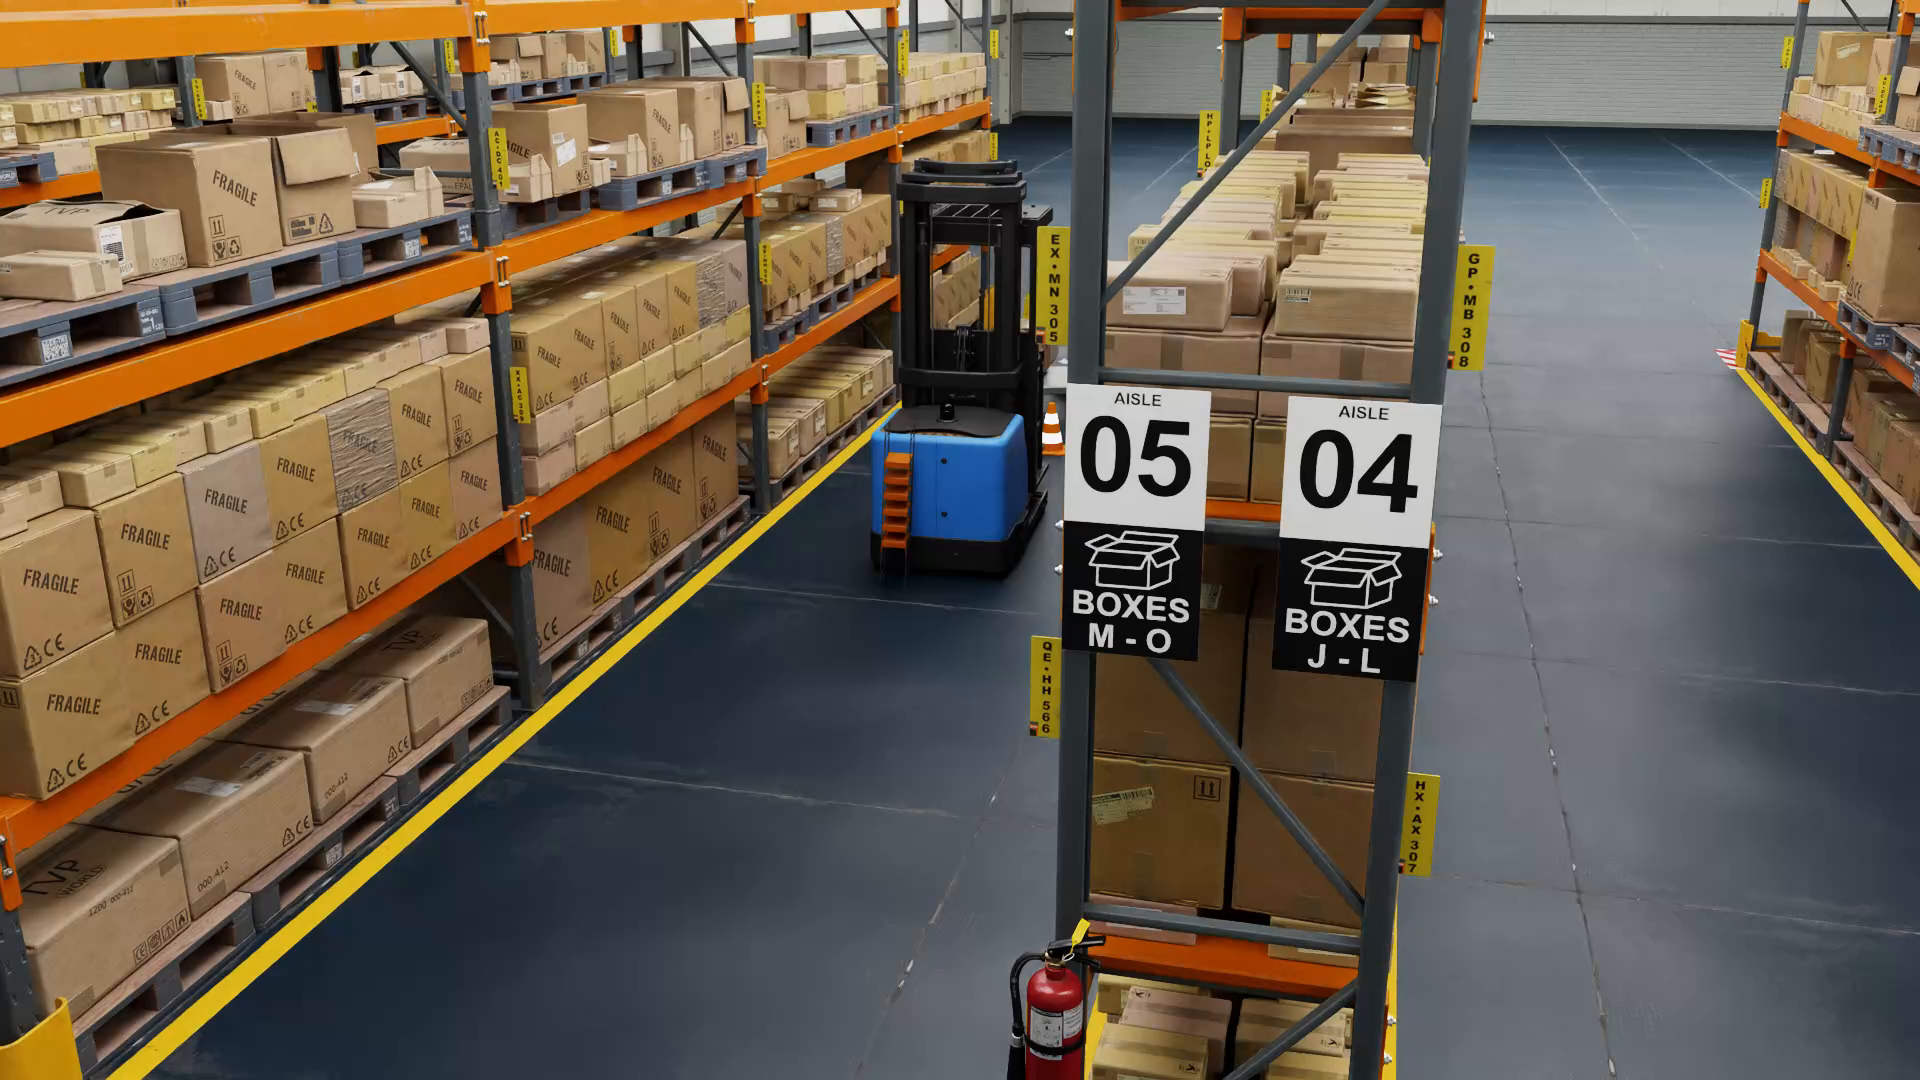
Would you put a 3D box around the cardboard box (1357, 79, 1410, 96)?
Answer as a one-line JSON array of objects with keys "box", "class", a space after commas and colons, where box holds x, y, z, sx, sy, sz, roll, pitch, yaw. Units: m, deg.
[{"box": [2.901, -2.999, 11.349, 0.396, 0.266, 0.258, 5, 19, 13], "class": "cardboard box"}]

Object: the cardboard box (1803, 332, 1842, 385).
[{"box": [9.034, -1.838, 17.147, 0.500, 0.500, 0.500, 7, 20, 18], "class": "cardboard box"}]

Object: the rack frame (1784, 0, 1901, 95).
[{"box": [9.487, -6.241, 17.537, 1.000, 3.000, 0.127, 5, 19, 13], "class": "rack frame"}]

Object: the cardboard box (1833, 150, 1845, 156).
[{"box": [9.593, -3.871, 17.719, 0.500, 0.500, 0.500, 5, 19, 13], "class": "cardboard box"}]

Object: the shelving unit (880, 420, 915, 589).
[{"box": [-0.455, -0.252, 12.056, 0.189, 1.200, 0.258, 4, 19, 4], "class": "shelving unit"}]

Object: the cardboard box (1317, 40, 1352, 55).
[{"box": [3.752, -4.953, 16.758, 0.380, 0.149, 0.250, 5, 19, 14], "class": "cardboard box"}]

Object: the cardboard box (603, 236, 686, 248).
[{"box": [-2.434, -2.062, 12.883, 0.500, 0.500, 0.500, 4, 19, 12], "class": "cardboard box"}]

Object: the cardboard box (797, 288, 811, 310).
[{"box": [-1.517, -2.097, 14.424, 0.380, 0.149, 0.250, 5, 19, 14], "class": "cardboard box"}]

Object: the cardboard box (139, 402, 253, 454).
[{"box": [-3.345, -0.492, 7.282, 0.380, 0.149, 0.250, 5, 19, 14], "class": "cardboard box"}]

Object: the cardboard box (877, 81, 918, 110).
[{"box": [-0.727, -4.536, 16.959, 0.500, 0.250, 0.500, 4, 19, 12], "class": "cardboard box"}]

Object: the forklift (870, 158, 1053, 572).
[{"box": [0.125, -1.587, 13.298, 1.130, 2.935, 3.031, 4, 19, 11], "class": "forklift"}]

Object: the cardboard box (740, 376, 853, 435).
[{"box": [-1.566, -1.278, 15.703, 0.950, 0.372, 0.625, 5, 20, 15], "class": "cardboard box"}]

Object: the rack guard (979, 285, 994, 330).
[{"box": [-0.141, -2.978, 21.132, 1.175, 0.500, 0.348, 5, 19, 13], "class": "rack guard"}]

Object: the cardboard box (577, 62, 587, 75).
[{"box": [-4.844, -5.838, 20.583, 0.380, 0.149, 0.250, 4, 19, 12], "class": "cardboard box"}]

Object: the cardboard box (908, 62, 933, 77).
[{"box": [-0.496, -5.009, 17.728, 0.380, 0.149, 0.250, 4, 19, 12], "class": "cardboard box"}]

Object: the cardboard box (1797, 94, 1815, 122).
[{"box": [8.999, -4.458, 17.189, 0.500, 0.250, 0.500, 4, 19, 12], "class": "cardboard box"}]

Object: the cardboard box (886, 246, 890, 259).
[{"box": [-0.722, -3.235, 17.402, 0.500, 0.500, 0.500, 5, 19, 13], "class": "cardboard box"}]

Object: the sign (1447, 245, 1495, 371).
[{"box": [1.319, -0.601, 4.312, 0.100, 0.325, 0.005, 5, 19, 13], "class": "sign"}]

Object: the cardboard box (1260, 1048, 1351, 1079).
[{"box": [1.292, 1.974, 6.068, 0.380, 0.149, 0.250, 5, 19, 13], "class": "cardboard box"}]

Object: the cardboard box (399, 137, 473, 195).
[{"box": [-3.042, -2.292, 10.105, 0.500, 0.311, 0.500, 5, 19, 13], "class": "cardboard box"}]

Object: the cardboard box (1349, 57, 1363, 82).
[{"box": [3.720, -4.640, 16.458, 0.500, 0.250, 0.500, 5, 19, 13], "class": "cardboard box"}]

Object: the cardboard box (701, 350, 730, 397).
[{"box": [-2.058, -1.266, 12.484, 0.500, 0.250, 0.500, 5, 19, 14], "class": "cardboard box"}]

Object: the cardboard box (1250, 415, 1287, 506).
[{"box": [1.151, -0.279, 4.956, 0.500, 0.250, 0.500, 5, 20, 15], "class": "cardboard box"}]

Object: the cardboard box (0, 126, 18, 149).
[{"box": [-7.059, -2.907, 12.001, 0.380, 0.149, 0.250, 5, 20, 15], "class": "cardboard box"}]

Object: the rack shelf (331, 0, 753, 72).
[{"box": [-2.565, -3.359, 10.833, 1.077, 0.370, 4.000, 5, 19, 13], "class": "rack shelf"}]

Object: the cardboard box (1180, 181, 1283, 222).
[{"box": [1.097, -1.358, 6.723, 0.380, 0.149, 0.250, 6, 20, 16], "class": "cardboard box"}]

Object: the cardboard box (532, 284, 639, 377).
[{"box": [-2.445, -1.378, 10.879, 0.500, 0.500, 0.500, 4, 19, 12], "class": "cardboard box"}]

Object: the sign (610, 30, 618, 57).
[{"box": [-4.414, -6.329, 21.189, 0.100, 0.325, 0.005, 5, 19, 13], "class": "sign"}]

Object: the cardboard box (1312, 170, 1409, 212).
[{"box": [1.707, -1.482, 7.086, 0.380, 0.149, 0.250, 5, 20, 15], "class": "cardboard box"}]

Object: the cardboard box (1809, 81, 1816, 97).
[{"box": [8.961, -4.629, 17.073, 0.380, 0.149, 0.250, 5, 20, 16], "class": "cardboard box"}]

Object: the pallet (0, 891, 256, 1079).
[{"box": [-3.912, 1.893, 7.318, 1.003, 0.211, 1.213, 5, 19, 13], "class": "pallet"}]

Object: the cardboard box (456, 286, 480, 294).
[{"box": [-5.491, -2.819, 18.858, 0.500, 0.250, 0.500, 4, 19, 13], "class": "cardboard box"}]

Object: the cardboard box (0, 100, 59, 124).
[{"box": [-7.005, -3.208, 12.453, 0.380, 0.149, 0.250, 5, 19, 14], "class": "cardboard box"}]

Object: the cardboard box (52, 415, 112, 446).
[{"box": [-3.884, -0.446, 7.149, 0.380, 0.149, 0.250, 4, 19, 13], "class": "cardboard box"}]

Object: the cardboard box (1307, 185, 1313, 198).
[{"box": [1.420, -1.517, 7.807, 0.500, 0.250, 0.500, 5, 20, 15], "class": "cardboard box"}]

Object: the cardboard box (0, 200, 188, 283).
[{"box": [-3.617, -1.258, 6.923, 0.500, 0.311, 0.500, 5, 19, 14], "class": "cardboard box"}]

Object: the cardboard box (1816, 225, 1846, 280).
[{"box": [8.861, -2.791, 16.103, 0.875, 0.500, 0.500, 5, 19, 13], "class": "cardboard box"}]

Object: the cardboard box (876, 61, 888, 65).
[{"box": [-0.982, -5.137, 18.102, 0.380, 0.149, 0.250, 5, 19, 14], "class": "cardboard box"}]

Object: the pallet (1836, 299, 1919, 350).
[{"box": [8.182, -1.829, 14.199, 1.003, 0.211, 1.213, 5, 19, 13], "class": "pallet"}]

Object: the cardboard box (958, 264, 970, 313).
[{"box": [-0.189, -3.001, 19.778, 0.500, 0.500, 0.500, 5, 20, 15], "class": "cardboard box"}]

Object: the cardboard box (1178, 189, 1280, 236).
[{"box": [1.046, -1.275, 6.479, 0.380, 0.149, 0.250, 4, 19, 12], "class": "cardboard box"}]

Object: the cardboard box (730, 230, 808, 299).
[{"box": [-1.622, -2.350, 14.164, 0.500, 0.500, 0.500, 6, 20, 16], "class": "cardboard box"}]

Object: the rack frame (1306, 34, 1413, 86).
[{"box": [3.725, -5.410, 15.106, 1.000, 3.000, 0.127, 5, 19, 13], "class": "rack frame"}]

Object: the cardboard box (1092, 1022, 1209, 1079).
[{"box": [0.677, 1.873, 5.905, 0.380, 0.149, 0.250, 5, 19, 14], "class": "cardboard box"}]

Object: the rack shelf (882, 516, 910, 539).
[{"box": [-0.463, -0.096, 12.109, 0.180, 0.103, 0.258, 4, 19, 4], "class": "rack shelf"}]

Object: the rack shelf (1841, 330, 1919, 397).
[{"box": [8.021, -1.181, 13.117, 1.077, 0.370, 4.000, 5, 19, 13], "class": "rack shelf"}]

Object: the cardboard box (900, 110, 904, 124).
[{"box": [-0.782, -4.311, 16.915, 0.380, 0.149, 0.250, 4, 19, 13], "class": "cardboard box"}]

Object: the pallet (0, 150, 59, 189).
[{"box": [-7.390, -2.669, 12.011, 1.213, 0.211, 1.003, 5, 19, 13], "class": "pallet"}]

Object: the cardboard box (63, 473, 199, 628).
[{"box": [-3.519, 0.020, 6.788, 0.500, 0.500, 0.500, 4, 19, 12], "class": "cardboard box"}]

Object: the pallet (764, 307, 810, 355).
[{"box": [-2.006, -1.818, 14.166, 1.213, 0.211, 1.003, 5, 19, 13], "class": "pallet"}]

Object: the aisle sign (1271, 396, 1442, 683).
[{"box": [1.066, 0.006, 4.507, 0.394, 0.787, 0.004, 5, 19, 13], "class": "aisle sign"}]

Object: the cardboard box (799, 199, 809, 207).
[{"box": [-1.614, -3.036, 16.171, 0.500, 0.500, 0.500, 5, 19, 14], "class": "cardboard box"}]

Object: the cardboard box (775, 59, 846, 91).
[{"box": [-1.346, -4.201, 15.015, 0.500, 0.250, 0.500, 5, 19, 14], "class": "cardboard box"}]

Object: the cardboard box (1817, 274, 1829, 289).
[{"box": [8.631, -2.508, 16.277, 0.380, 0.149, 0.250, 5, 19, 13], "class": "cardboard box"}]

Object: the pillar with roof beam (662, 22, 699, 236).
[{"box": [-0.340, -8.808, 25.052, 9.100, 9.000, 0.400, 5, 19, 13], "class": "pillar with roof beam"}]
